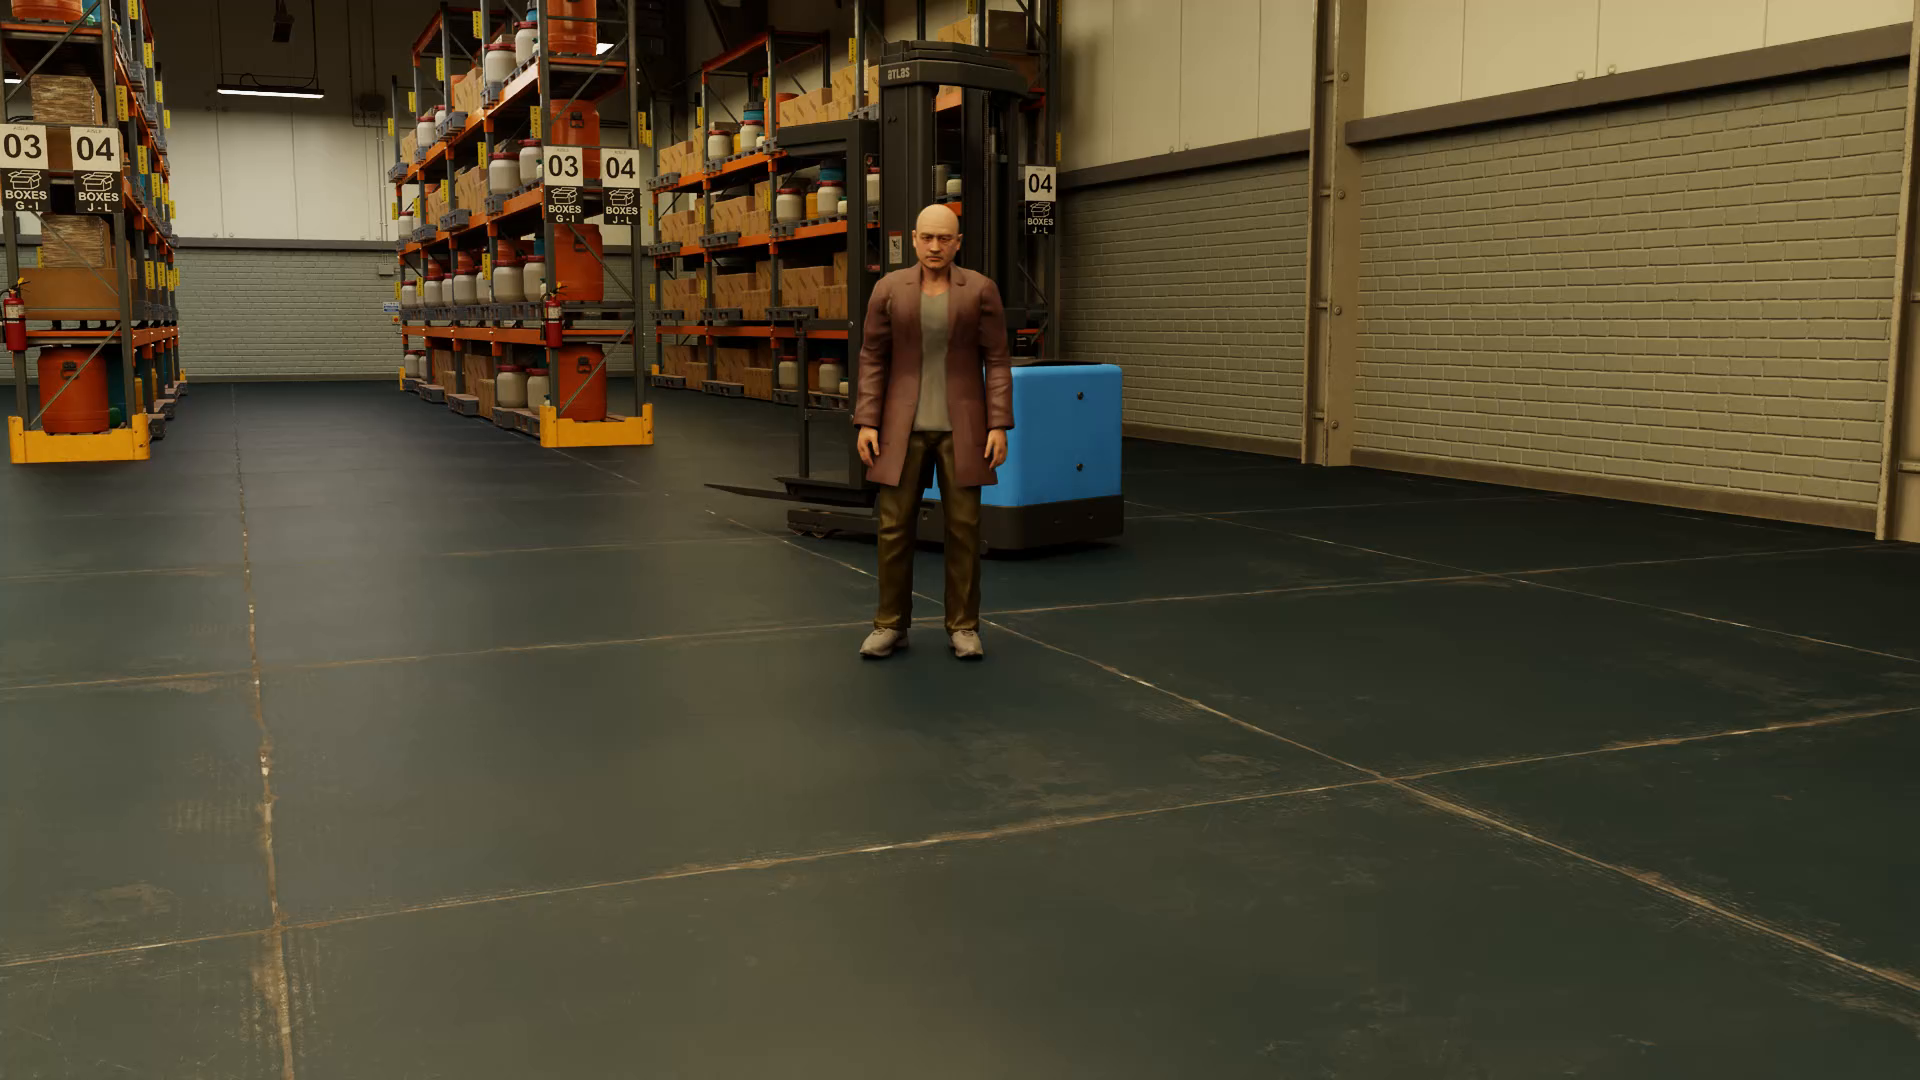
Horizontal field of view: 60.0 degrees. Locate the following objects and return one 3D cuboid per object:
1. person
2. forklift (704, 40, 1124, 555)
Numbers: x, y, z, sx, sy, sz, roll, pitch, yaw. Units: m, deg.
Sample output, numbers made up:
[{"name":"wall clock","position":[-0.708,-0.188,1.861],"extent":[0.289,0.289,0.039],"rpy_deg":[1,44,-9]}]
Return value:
[{"name":"person","position":[-0.105,-0.429,6.614],"extent":[0.643,1.774,0.420],"rpy_deg":[0,8,3]},{"name":"forklift","position":[-0.436,-1.509,10.383],"extent":[3.031,2.935,1.130],"rpy_deg":[7,10,44]}]
